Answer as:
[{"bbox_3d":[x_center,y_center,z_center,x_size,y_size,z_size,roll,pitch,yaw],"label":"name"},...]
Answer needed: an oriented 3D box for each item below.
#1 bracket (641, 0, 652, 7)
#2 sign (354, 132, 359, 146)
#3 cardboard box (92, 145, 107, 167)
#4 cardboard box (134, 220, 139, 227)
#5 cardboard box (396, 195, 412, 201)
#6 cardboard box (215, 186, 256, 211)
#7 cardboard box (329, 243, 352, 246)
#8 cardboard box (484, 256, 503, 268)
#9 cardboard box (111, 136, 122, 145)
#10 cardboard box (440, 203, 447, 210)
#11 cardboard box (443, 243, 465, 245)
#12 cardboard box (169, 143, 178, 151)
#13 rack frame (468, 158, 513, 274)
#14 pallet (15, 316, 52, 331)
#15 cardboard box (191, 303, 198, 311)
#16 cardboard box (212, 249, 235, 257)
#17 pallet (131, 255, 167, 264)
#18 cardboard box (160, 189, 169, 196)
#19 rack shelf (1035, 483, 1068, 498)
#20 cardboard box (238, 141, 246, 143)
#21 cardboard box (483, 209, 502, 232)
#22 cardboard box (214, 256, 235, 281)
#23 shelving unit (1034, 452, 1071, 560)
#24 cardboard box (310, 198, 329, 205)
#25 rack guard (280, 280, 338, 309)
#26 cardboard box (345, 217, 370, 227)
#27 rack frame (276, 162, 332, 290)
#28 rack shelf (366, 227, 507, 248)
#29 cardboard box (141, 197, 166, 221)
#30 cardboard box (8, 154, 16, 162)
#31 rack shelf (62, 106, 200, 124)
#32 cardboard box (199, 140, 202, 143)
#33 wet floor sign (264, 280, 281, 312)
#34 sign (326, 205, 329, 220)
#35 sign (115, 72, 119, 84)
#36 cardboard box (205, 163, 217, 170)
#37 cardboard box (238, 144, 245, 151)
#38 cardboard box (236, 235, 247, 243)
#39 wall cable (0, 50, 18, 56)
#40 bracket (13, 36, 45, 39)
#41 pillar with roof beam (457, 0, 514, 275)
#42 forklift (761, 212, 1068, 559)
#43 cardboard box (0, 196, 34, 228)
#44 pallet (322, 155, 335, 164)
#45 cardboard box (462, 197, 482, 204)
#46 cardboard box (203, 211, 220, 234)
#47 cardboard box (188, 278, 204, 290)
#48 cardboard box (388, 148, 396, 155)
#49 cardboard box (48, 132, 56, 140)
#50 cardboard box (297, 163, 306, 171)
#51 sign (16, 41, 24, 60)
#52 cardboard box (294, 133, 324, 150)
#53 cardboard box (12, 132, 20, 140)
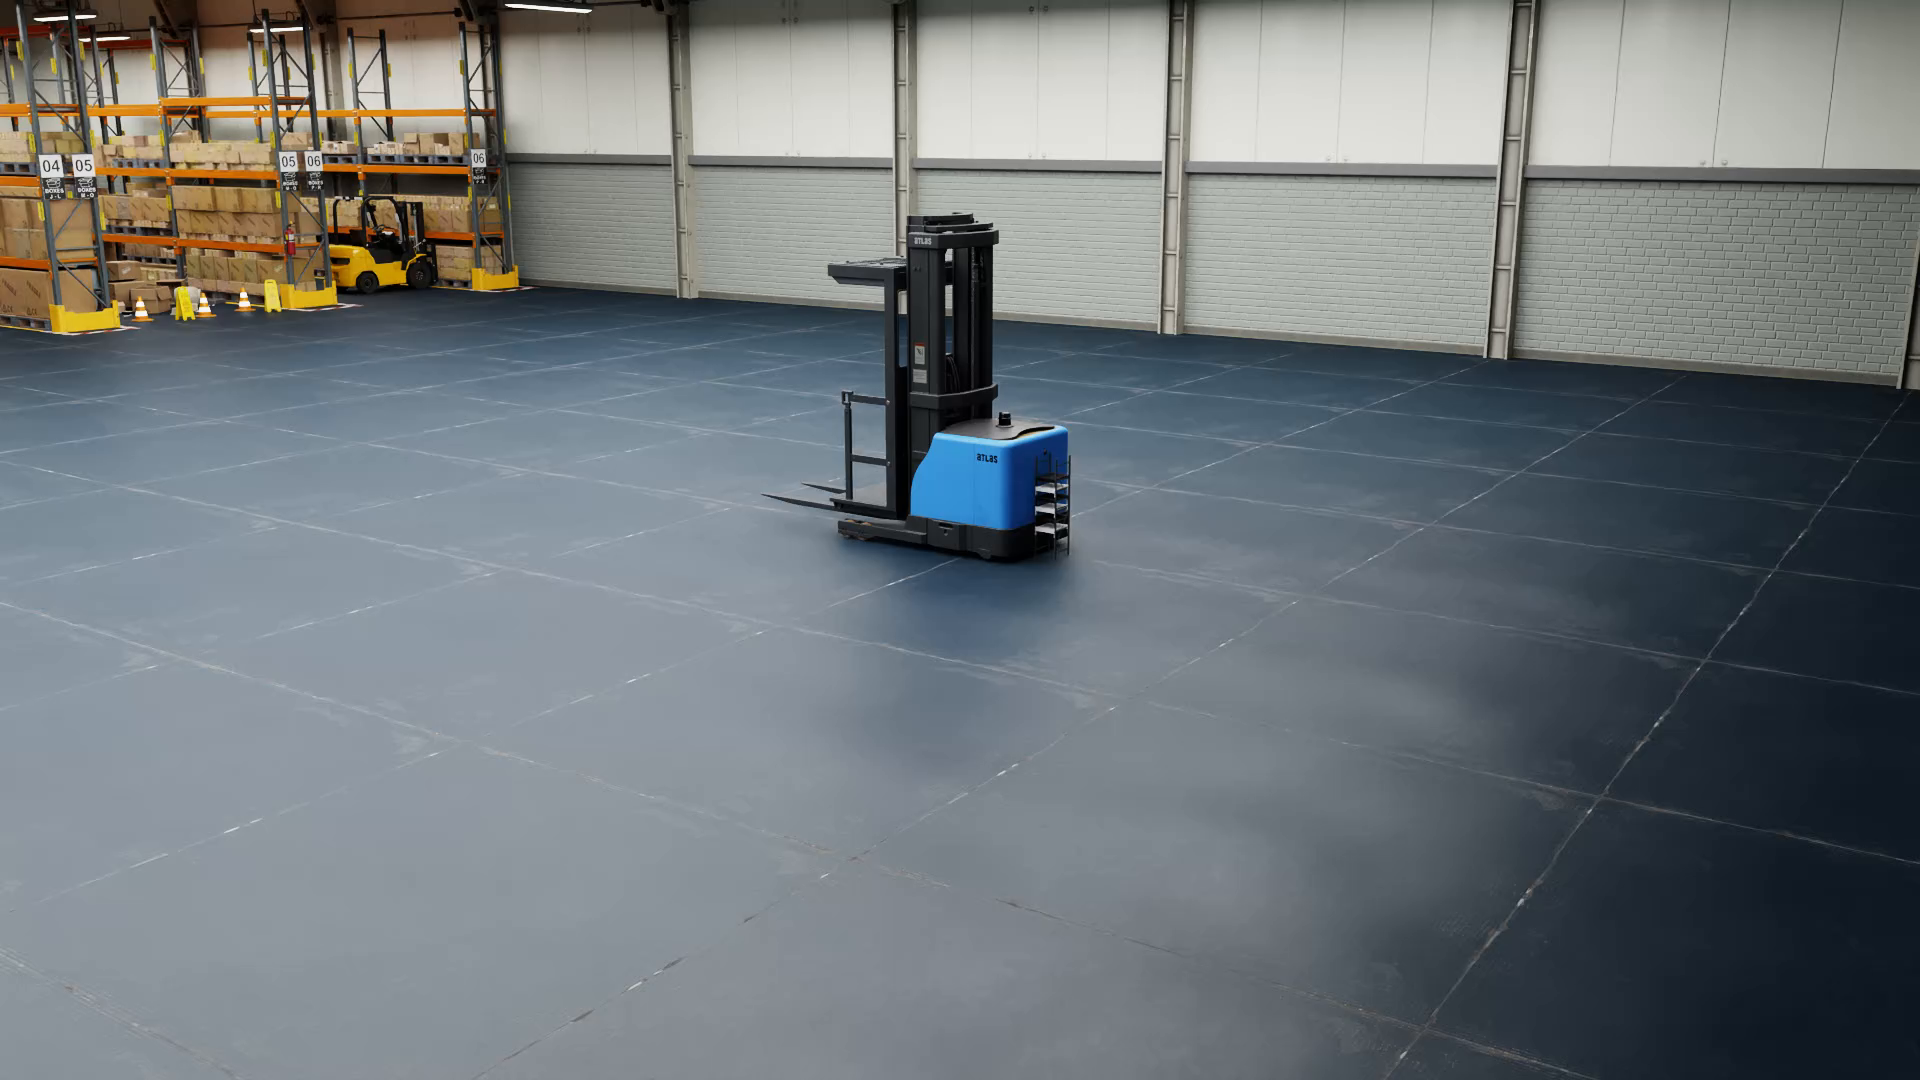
[{"bbox_3d":[-6.617,-11.521,35.573,0.430,0.232,0.235,9,17,33],"label":"bracket"},{"bbox_3d":[-14.592,-9.695,40.199,0.005,0.325,0.100,9,17,33],"label":"sign"},{"bbox_3d":[-19.603,-8.866,38.375,0.500,0.500,0.700,9,17,33],"label":"cardboard box"},{"bbox_3d":[-18.484,-7.190,37.702,0.250,0.149,0.380,9,17,33],"label":"cardboard box"},{"bbox_3d":[-13.328,-8.217,40.023,0.250,0.149,0.380,9,16,32],"label":"cardboard box"},{"bbox_3d":[-15.524,-7.333,35.723,0.500,0.500,0.700,9,17,32],"label":"cardboard box"},{"bbox_3d":[-15.376,-7.169,42.037,0.625,0.625,0.875,9,17,32],"label":"cardboard box"},{"bbox_3d":[-11.252,-6.625,39.577,0.500,0.250,0.500,10,17,34],"label":"cardboard box"},{"bbox_3d":[-23.191,-11.078,46.170,0.500,0.250,0.500,9,16,32],"label":"cardboard box"},{"bbox_3d":[-12.031,-7.873,39.255,0.250,0.149,0.380,9,17,32],"label":"cardboard box"},{"bbox_3d":[-12.097,-7.000,40.055,0.500,0.250,0.500,9,17,32],"label":"cardboard box"},{"bbox_3d":[-16.985,-8.568,36.242,0.250,0.149,0.380,9,16,32],"label":"cardboard box"},{"bbox_3d":[-10.978,-7.408,38.935,0.127,3.000,1.000,9,17,33],"label":"rack frame"},{"bbox_3d":[-17.131,-4.156,31.598,1.213,0.211,1.003,9,17,33],"label":"pallet"},{"bbox_3d":[-15.960,-4.807,34.360,0.380,0.149,0.250,-7,15,-25],"label":"cardboard box"},{"bbox_3d":[-16.003,-6.237,36.140,0.250,0.149,0.380,10,17,36],"label":"cardboard box"},{"bbox_3d":[-22.521,-7.920,46.804,1.213,0.211,1.003,9,17,33],"label":"pallet"},{"bbox_3d":[-18.216,-7.925,37.971,0.250,0.149,0.380,10,17,36],"label":"cardboard box"},{"bbox_3d":[0.811,-0.440,14.544,0.200,0.077,0.258,10,17,34],"label":"rack shelf"},{"bbox_3d":[-18.475,-10.271,43.121,0.250,0.149,0.380,9,16,31],"label":"cardboard box"},{"bbox_3d":[-11.234,-7.579,39.415,0.500,0.500,0.500,10,17,35],"label":"cardboard box"},{"bbox_3d":[-15.846,-5.915,36.192,0.500,0.500,0.500,10,17,36],"label":"cardboard box"},{"bbox_3d":[0.811,-0.297,14.579,0.210,0.900,0.258,10,17,34],"label":"shelving unit"},{"bbox_3d":[-16.170,-8.557,42.015,0.250,0.149,0.380,9,17,33],"label":"cardboard box"},{"bbox_3d":[-13.808,-5.215,35.276,0.348,0.500,1.175,9,17,33],"label":"rack guard"},{"bbox_3d":[-14.861,-7.887,41.182,0.500,0.250,0.500,10,17,34],"label":"cardboard box"},{"bbox_3d":[-13.745,-6.418,34.935,0.127,3.000,1.000,9,17,33],"label":"rack frame"},{"bbox_3d":[-12.638,-7.327,40.105,4.000,0.370,1.077,9,17,33],"label":"rack shelf"},{"bbox_3d":[-17.988,-7.434,37.336,0.500,0.500,0.500,9,17,33],"label":"cardboard box"},{"bbox_3d":[-17.311,-7.049,30.683,0.250,0.149,0.380,9,17,34],"label":"cardboard box"},{"bbox_3d":[-18.724,-9.592,37.599,4.000,0.370,1.077,9,17,33],"label":"rack shelf"},{"bbox_3d":[-19.825,-10.462,43.849,0.250,0.149,0.380,9,17,33],"label":"cardboard box"},{"bbox_3d":[-14.185,-5.036,34.253,0.267,0.644,0.232,-10,17,-35],"label":"wet floor sign"},{"bbox_3d":[-13.443,-6.947,35.268,0.005,0.325,0.100,9,17,33],"label":"sign"},{"bbox_3d":[-23.928,-13.104,47.187,0.005,0.325,0.100,9,17,33],"label":"sign"},{"bbox_3d":[-15.922,-8.008,35.636,0.250,0.149,0.380,9,16,32],"label":"cardboard box"},{"bbox_3d":[-14.986,-8.277,35.065,0.250,0.149,0.380,9,17,33],"label":"cardboard box"},{"bbox_3d":[-15.275,-6.461,35.632,0.250,0.149,0.380,9,17,32],"label":"cardboard box"},{"bbox_3d":[-28.223,-16.178,50.302,0.133,3.039,2.988,9,17,33],"label":"wall cable"},{"bbox_3d":[-28.850,-15.114,50.089,5.218,0.066,0.076,9,17,33],"label":"bracket"},{"bbox_3d":[-13.456,-9.735,35.850,0.548,9.000,9.100,9,17,33],"label":"pillar with roof beam"},{"bbox_3d":[-0.513,-1.511,15.253,3.031,2.935,1.130,10,17,34],"label":"forklift"},{"bbox_3d":[-18.119,-6.275,31.796,0.500,0.550,0.875,9,17,33],"label":"cardboard box"},{"bbox_3d":[-16.074,-9.623,42.032,1.213,0.211,1.003,10,17,35],"label":"pallet"},{"bbox_3d":[-11.393,-7.922,38.833,0.250,0.149,0.380,9,17,33],"label":"cardboard box"},{"bbox_3d":[-16.016,-6.900,36.055,0.500,0.500,0.500,9,17,32],"label":"cardboard box"},{"bbox_3d":[-16.726,-5.691,36.844,0.500,0.250,0.500,8,16,30],"label":"cardboard box"},{"bbox_3d":[-13.457,-9.307,39.805,0.250,0.149,0.380,10,17,34],"label":"cardboard box"},{"bbox_3d":[-16.731,-7.533,30.978,0.250,0.149,0.380,9,17,33],"label":"cardboard box"},{"bbox_3d":[-13.839,-7.861,35.046,0.250,0.149,0.380,9,17,33],"label":"cardboard box"},{"bbox_3d":[-16.739,-8.715,29.621,0.005,0.325,0.100,9,17,33],"label":"sign"},{"bbox_3d":[-16.307,-9.956,41.694,0.500,0.500,0.500,10,17,34],"label":"cardboard box"},{"bbox_3d":[-17.099,-7.402,30.450,0.250,0.149,0.380,9,17,33],"label":"cardboard box"}]
